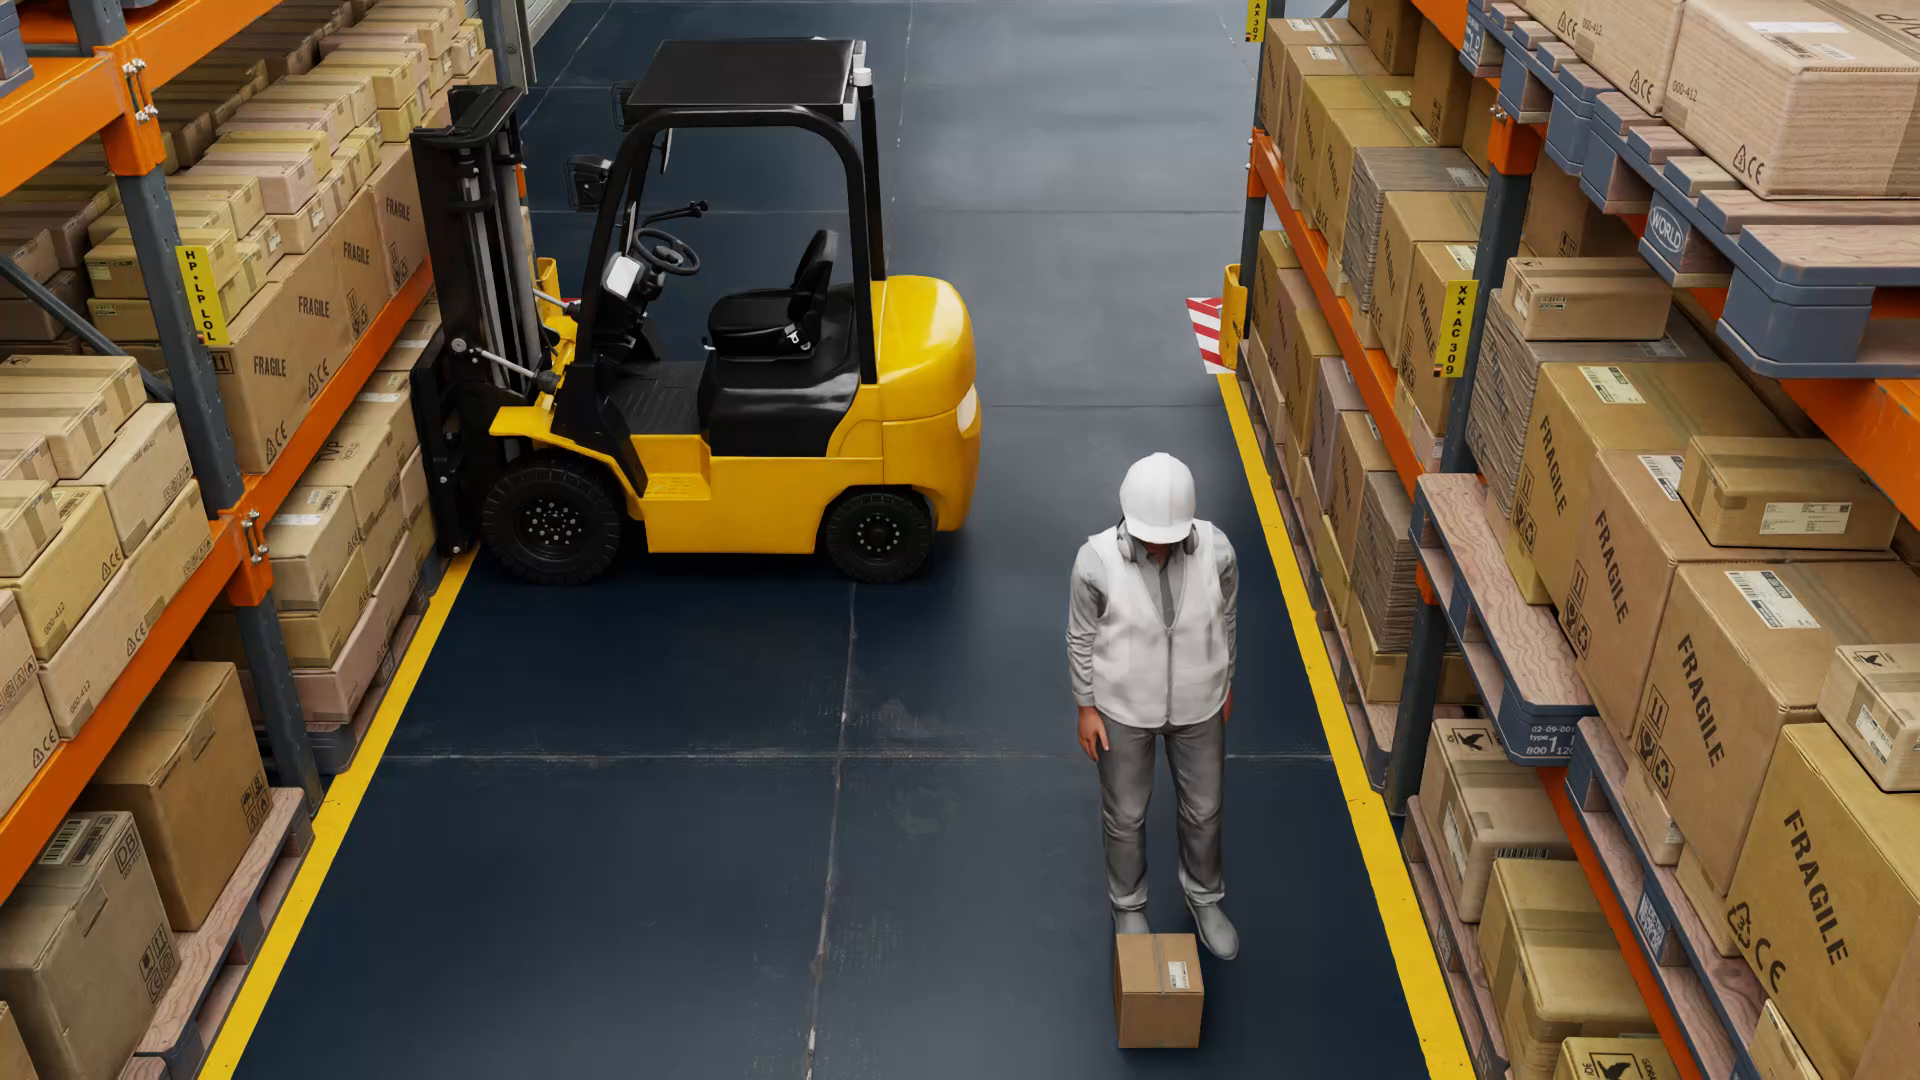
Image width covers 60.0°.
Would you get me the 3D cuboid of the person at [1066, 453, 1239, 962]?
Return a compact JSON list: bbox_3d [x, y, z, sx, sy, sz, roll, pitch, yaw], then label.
[{"bbox_3d":[0.629,0.541,5.205,0.590,1.794,0.460,-3,31,-4],"label":"person"}]
